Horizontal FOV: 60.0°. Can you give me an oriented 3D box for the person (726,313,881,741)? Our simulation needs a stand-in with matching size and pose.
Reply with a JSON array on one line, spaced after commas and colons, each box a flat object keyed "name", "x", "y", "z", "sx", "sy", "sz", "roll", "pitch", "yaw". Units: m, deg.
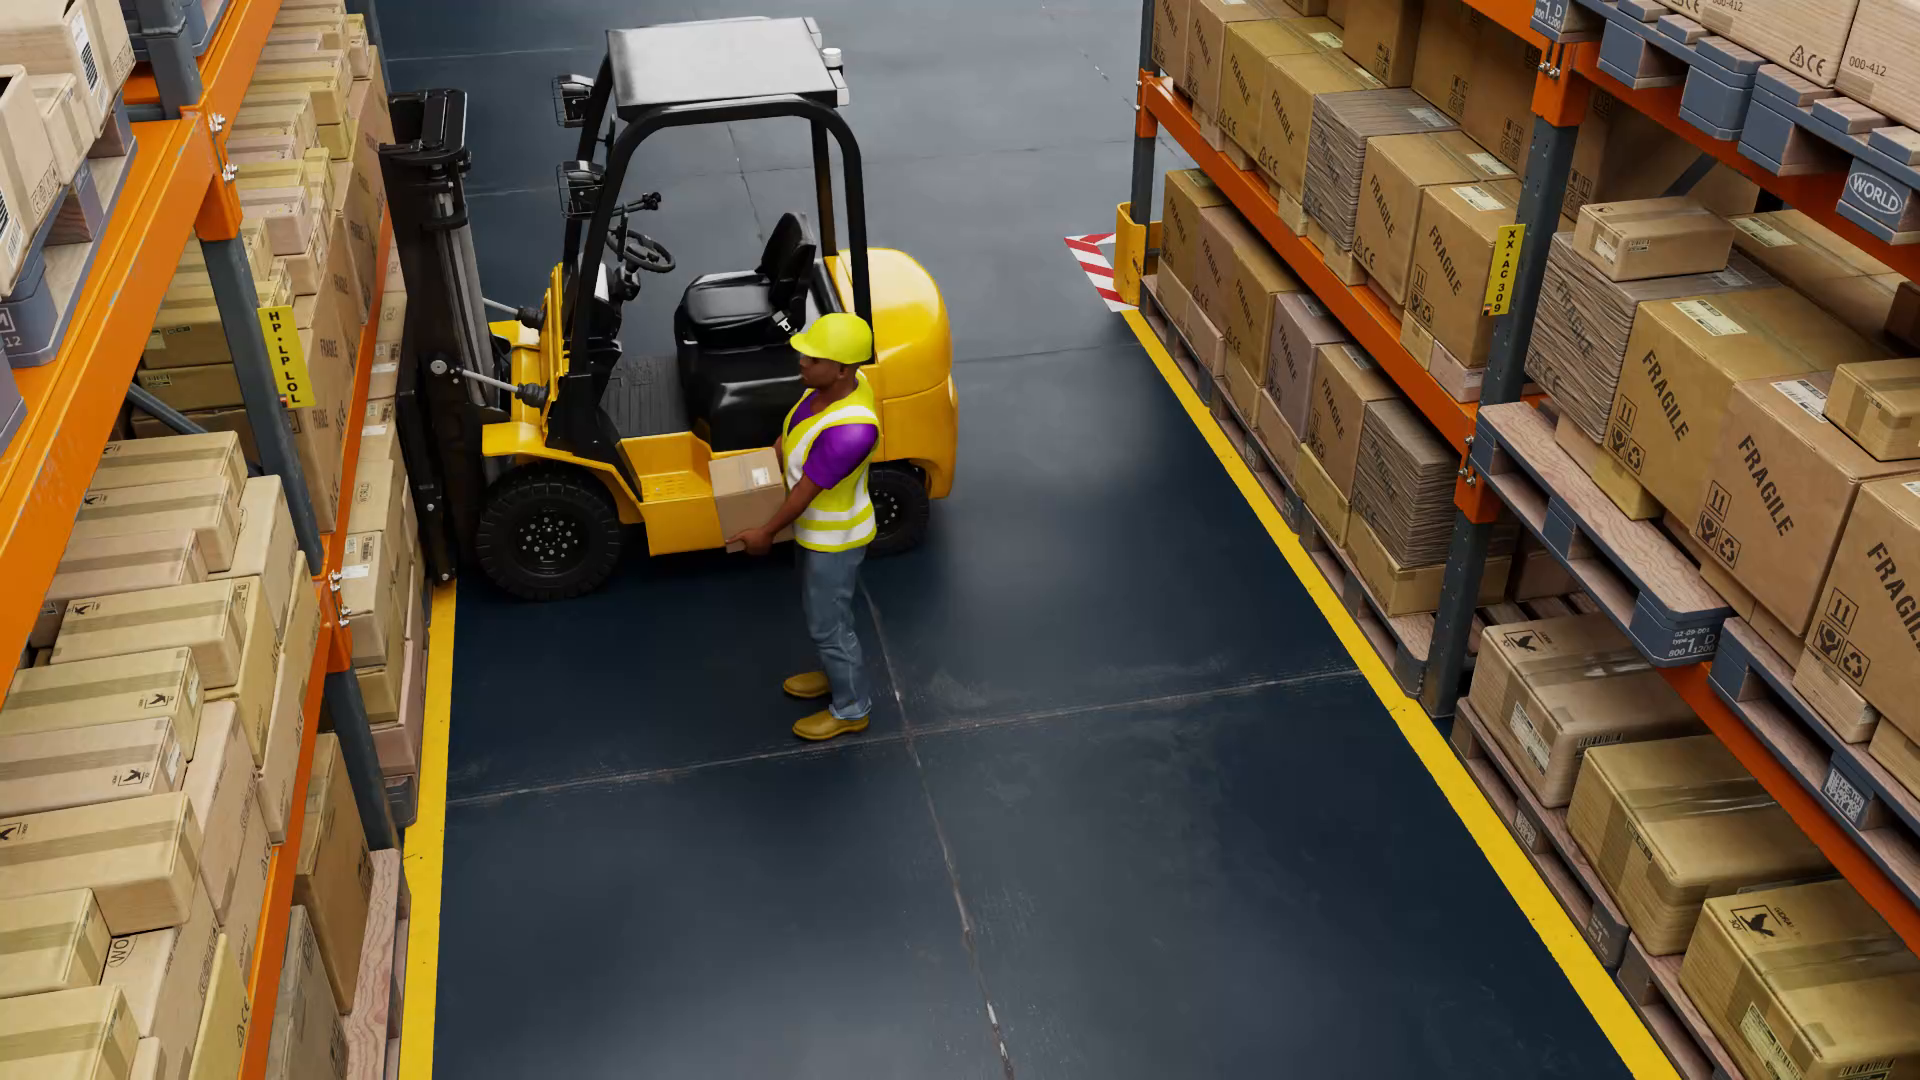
[{"name": "person", "x": -0.582, "y": -0.031, "z": 6.173, "sx": 0.587, "sy": 1.761, "sz": 0.503, "roll": -7, "pitch": 35, "yaw": -10}]
